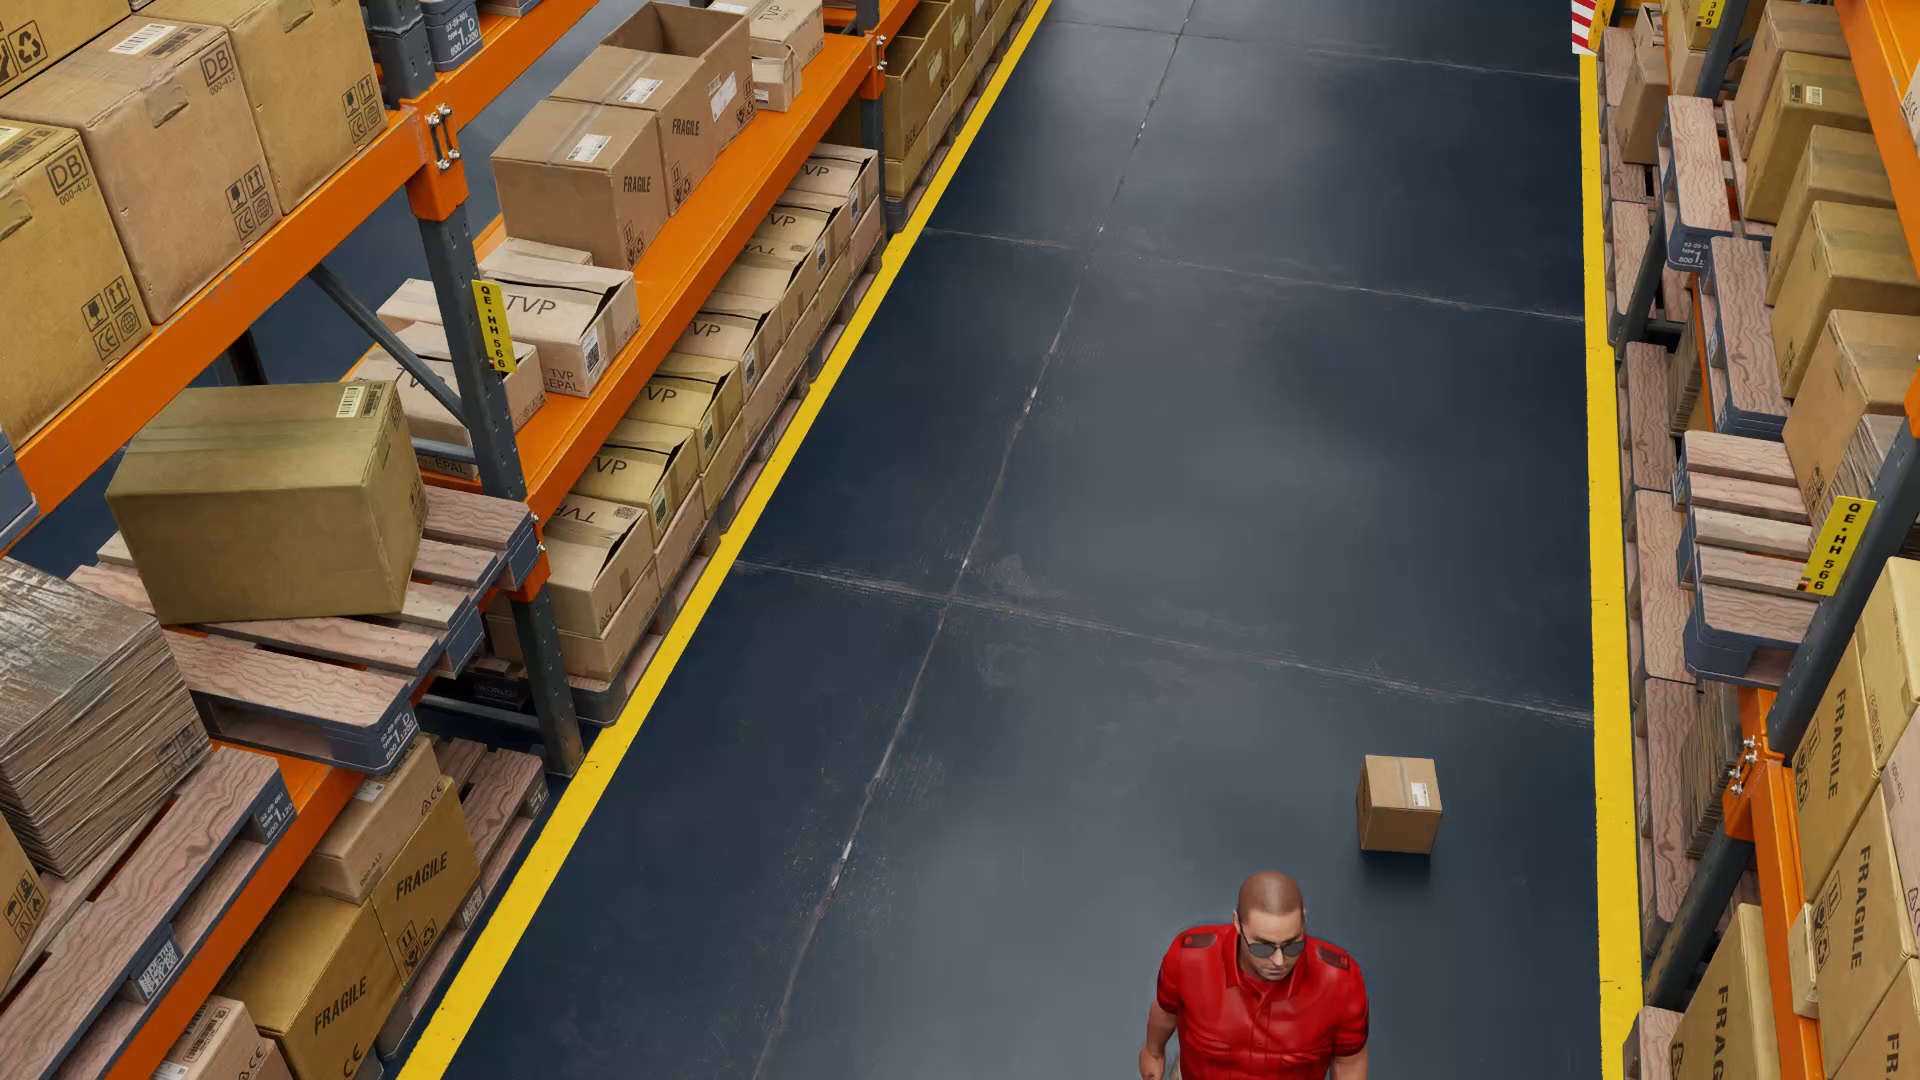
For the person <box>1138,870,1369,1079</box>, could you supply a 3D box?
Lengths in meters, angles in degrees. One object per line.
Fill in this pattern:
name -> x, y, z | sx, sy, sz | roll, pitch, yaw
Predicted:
person -> 0.767, 1.503, 4.437 | 0.566, 1.670, 1.056 | 3, 41, 3
